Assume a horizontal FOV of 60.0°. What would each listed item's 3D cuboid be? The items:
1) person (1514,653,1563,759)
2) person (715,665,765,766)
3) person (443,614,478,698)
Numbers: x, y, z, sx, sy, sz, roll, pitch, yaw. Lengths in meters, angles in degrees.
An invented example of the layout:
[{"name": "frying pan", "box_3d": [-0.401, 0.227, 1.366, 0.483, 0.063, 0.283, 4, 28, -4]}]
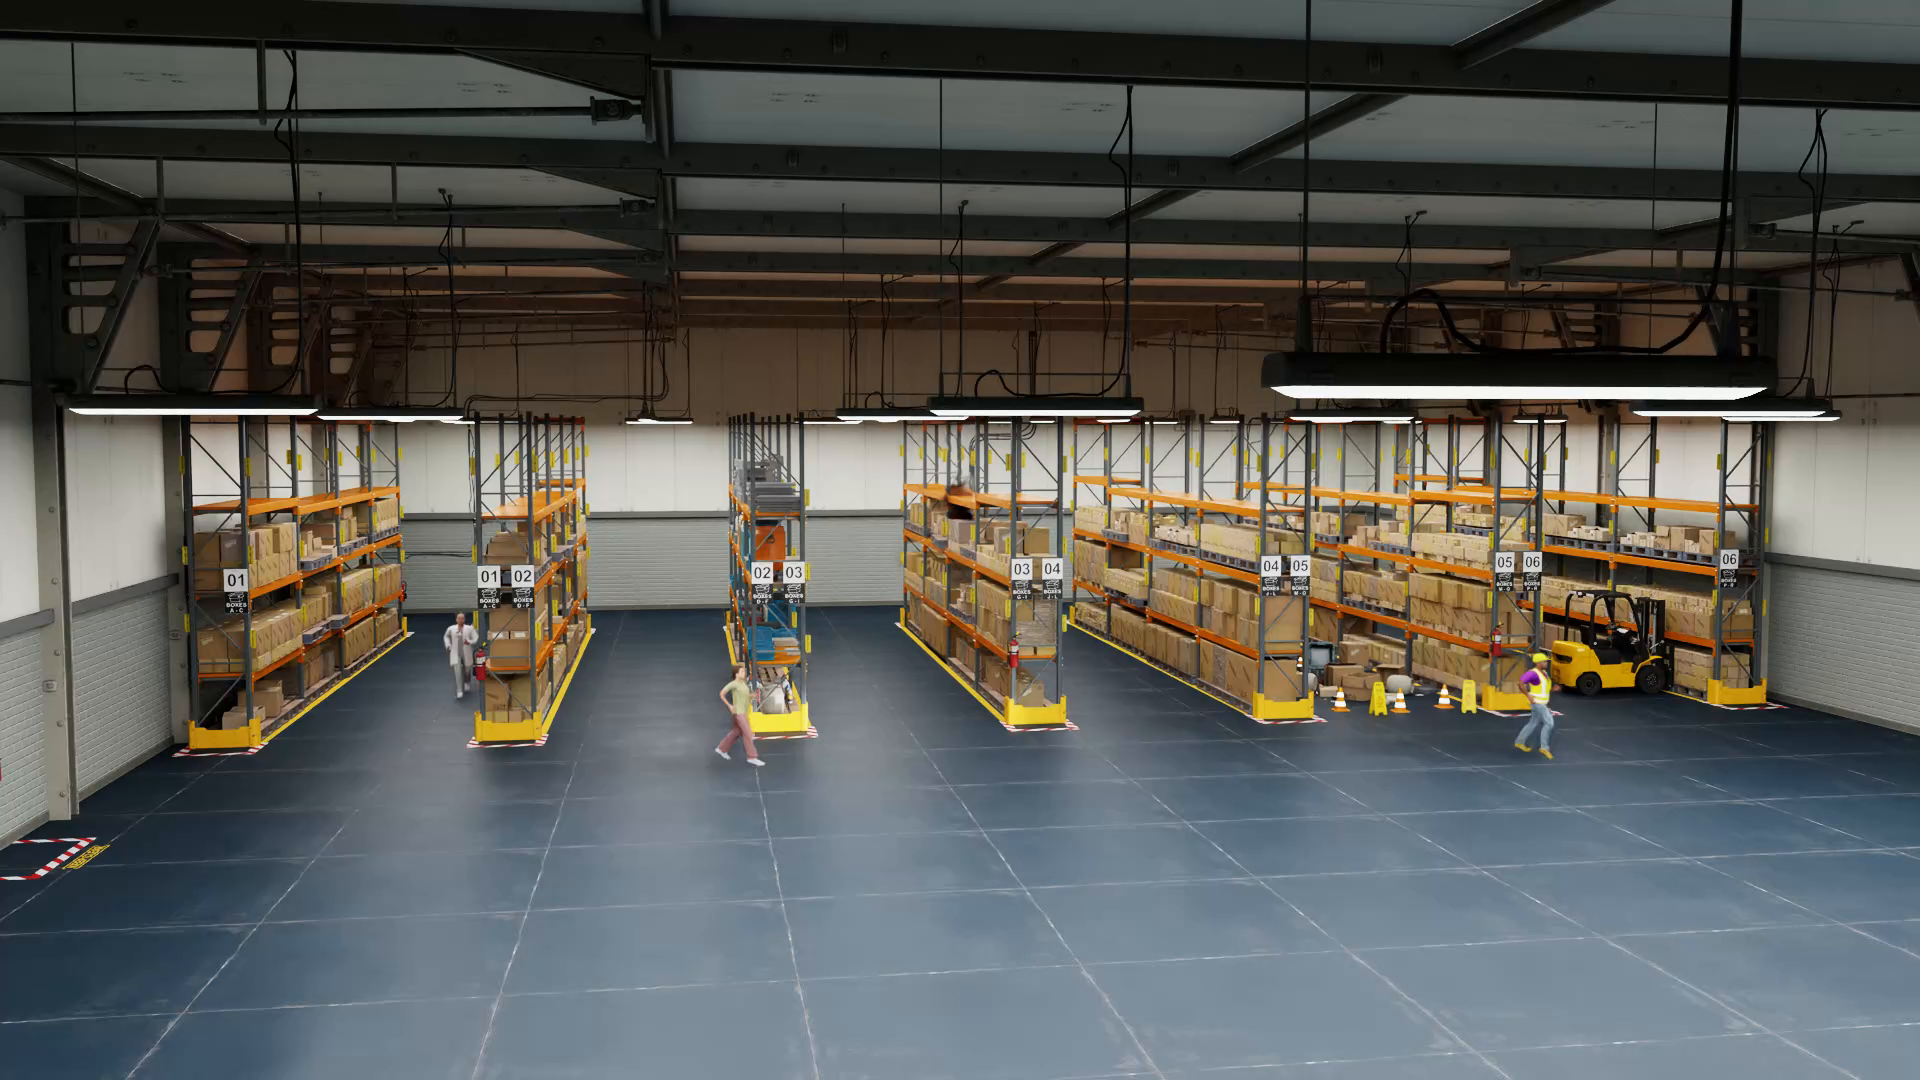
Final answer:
[{"name": "person", "box_3d": [10.051, 2.881, 28.915, 0.785, 1.829, 0.674, 2, 5, 31]}, {"name": "person", "box_3d": [-3.729, 2.948, 28.128, 0.942, 1.677, 0.568, 1, 4, 14]}, {"name": "person", "box_3d": [-10.604, 2.437, 35.338, 0.718, 1.752, 0.981, -1, 4, -15]}]
